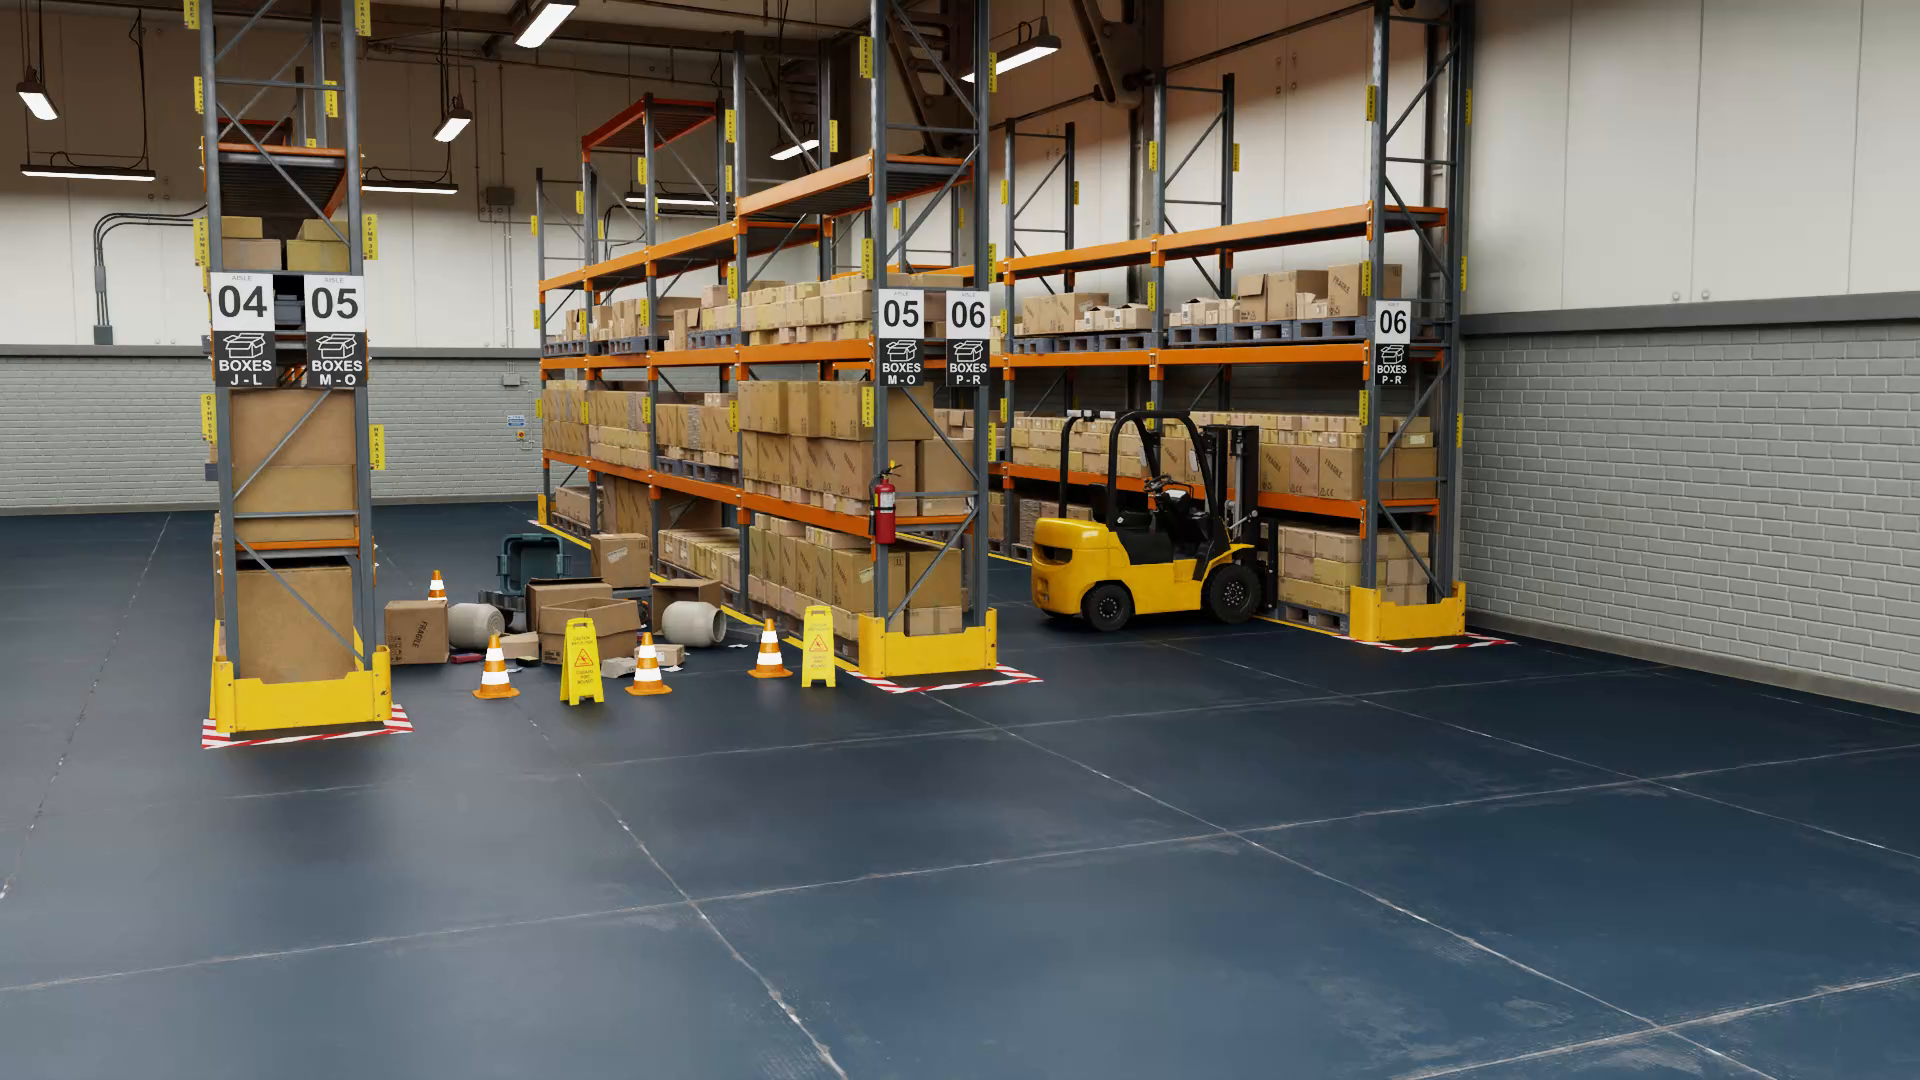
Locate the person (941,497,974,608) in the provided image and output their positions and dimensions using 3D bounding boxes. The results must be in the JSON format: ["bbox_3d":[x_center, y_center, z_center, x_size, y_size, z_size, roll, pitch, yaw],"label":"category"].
[{"bbox_3d":[0.004,-0.103,17.803,0.569,1.696,0.526,4,7,34],"label":"person"}]
